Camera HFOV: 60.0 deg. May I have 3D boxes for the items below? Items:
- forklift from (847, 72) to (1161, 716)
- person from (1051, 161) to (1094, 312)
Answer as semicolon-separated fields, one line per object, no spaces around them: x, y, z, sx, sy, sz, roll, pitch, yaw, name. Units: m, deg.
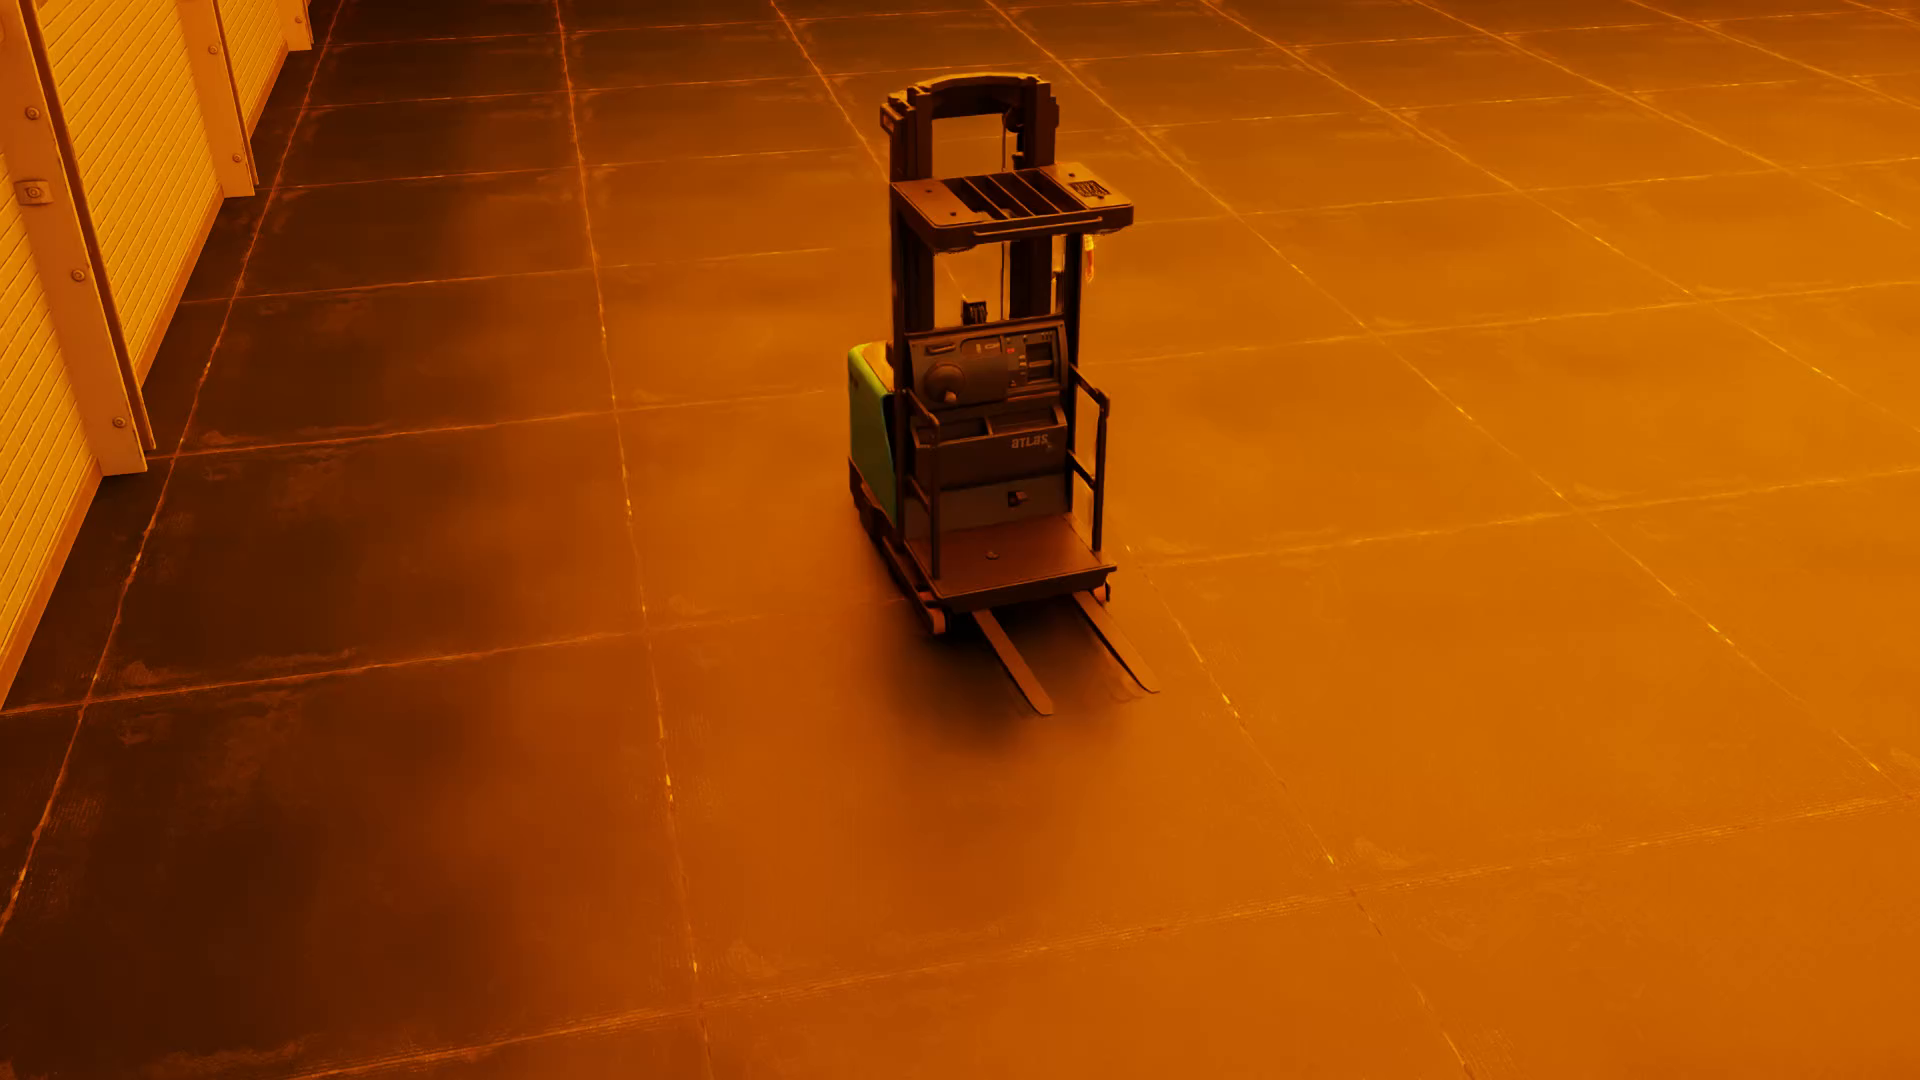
0.239;-0.949;9.213;1.130;2.935;3.031;-10;32;-17;forklift
0.704;-2.066;12.499;0.582;1.577;0.433;-4;30;-7;person
